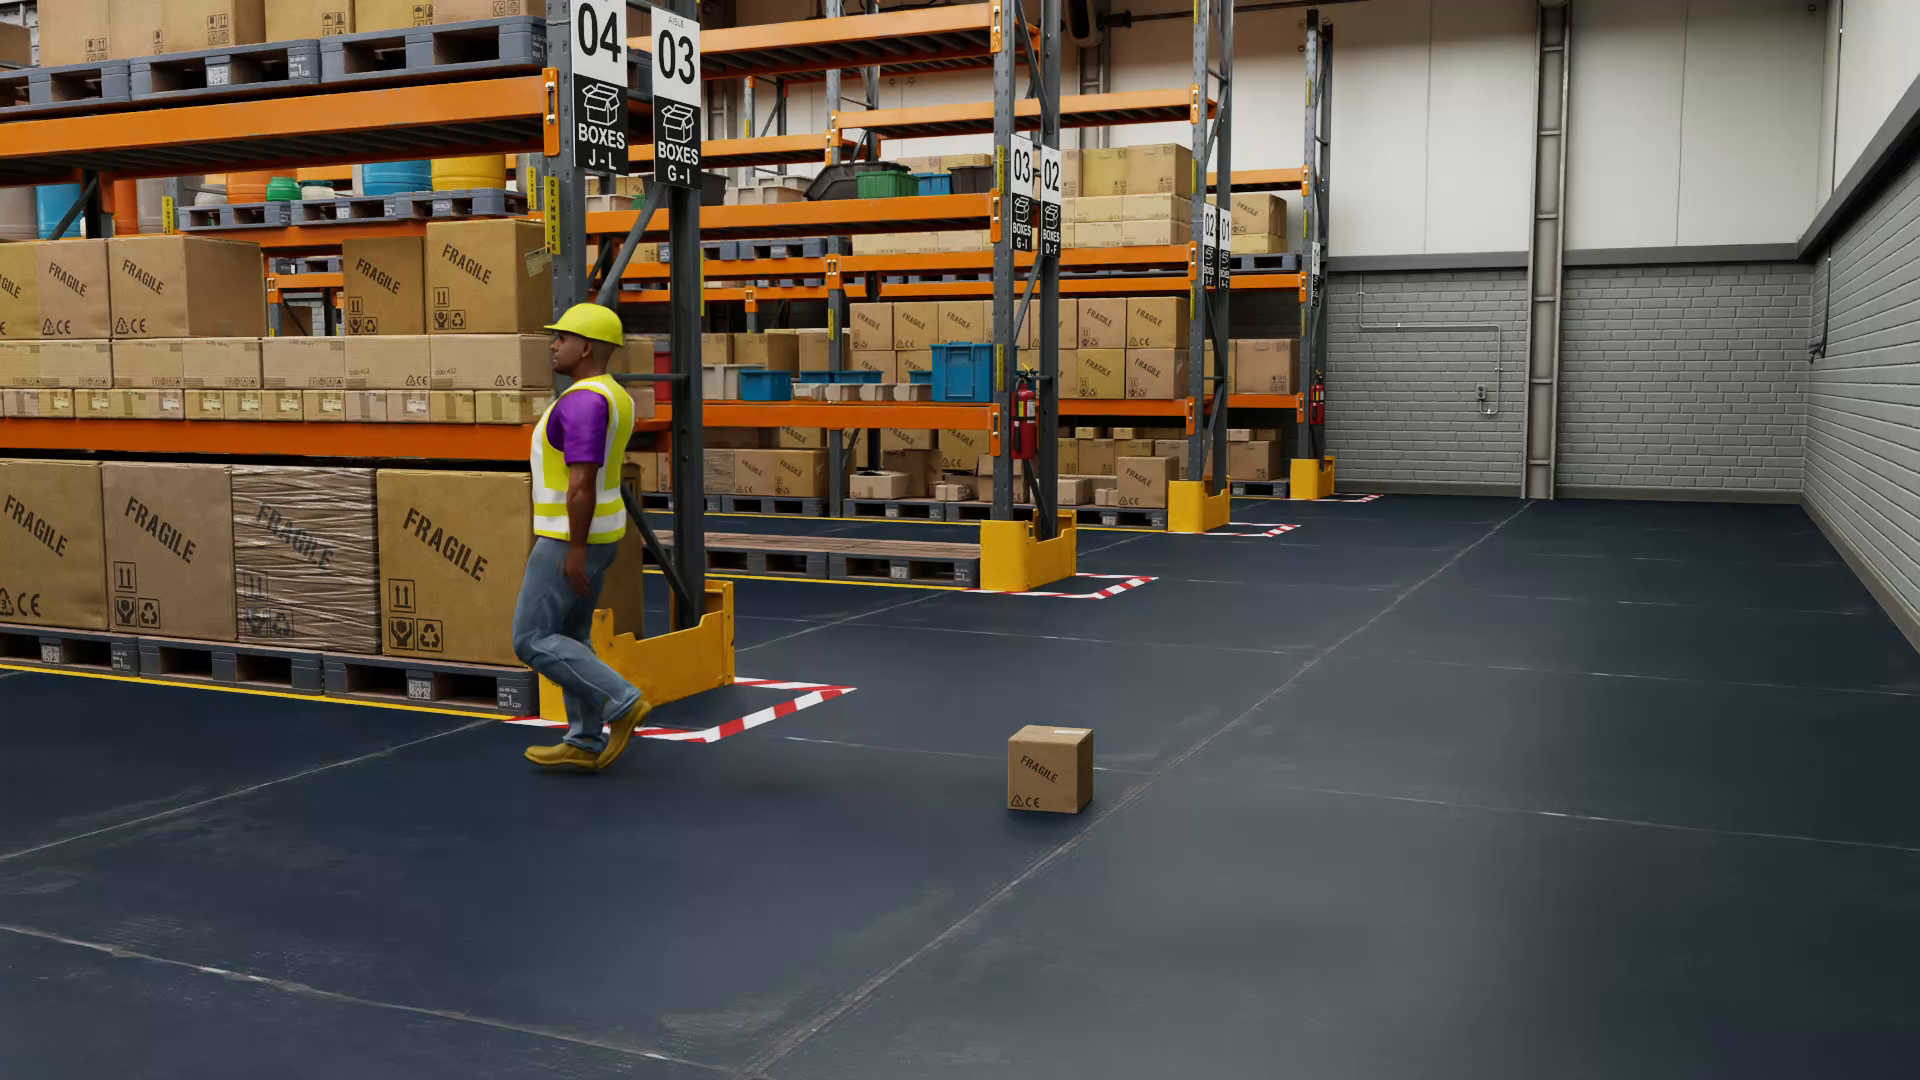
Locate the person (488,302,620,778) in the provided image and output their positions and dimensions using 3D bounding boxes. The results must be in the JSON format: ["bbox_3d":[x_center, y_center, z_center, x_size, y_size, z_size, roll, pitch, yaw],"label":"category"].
[{"bbox_3d":[-1.506,-0.005,6.244,0.455,1.763,0.565,0,6,2],"label":"person"}]
